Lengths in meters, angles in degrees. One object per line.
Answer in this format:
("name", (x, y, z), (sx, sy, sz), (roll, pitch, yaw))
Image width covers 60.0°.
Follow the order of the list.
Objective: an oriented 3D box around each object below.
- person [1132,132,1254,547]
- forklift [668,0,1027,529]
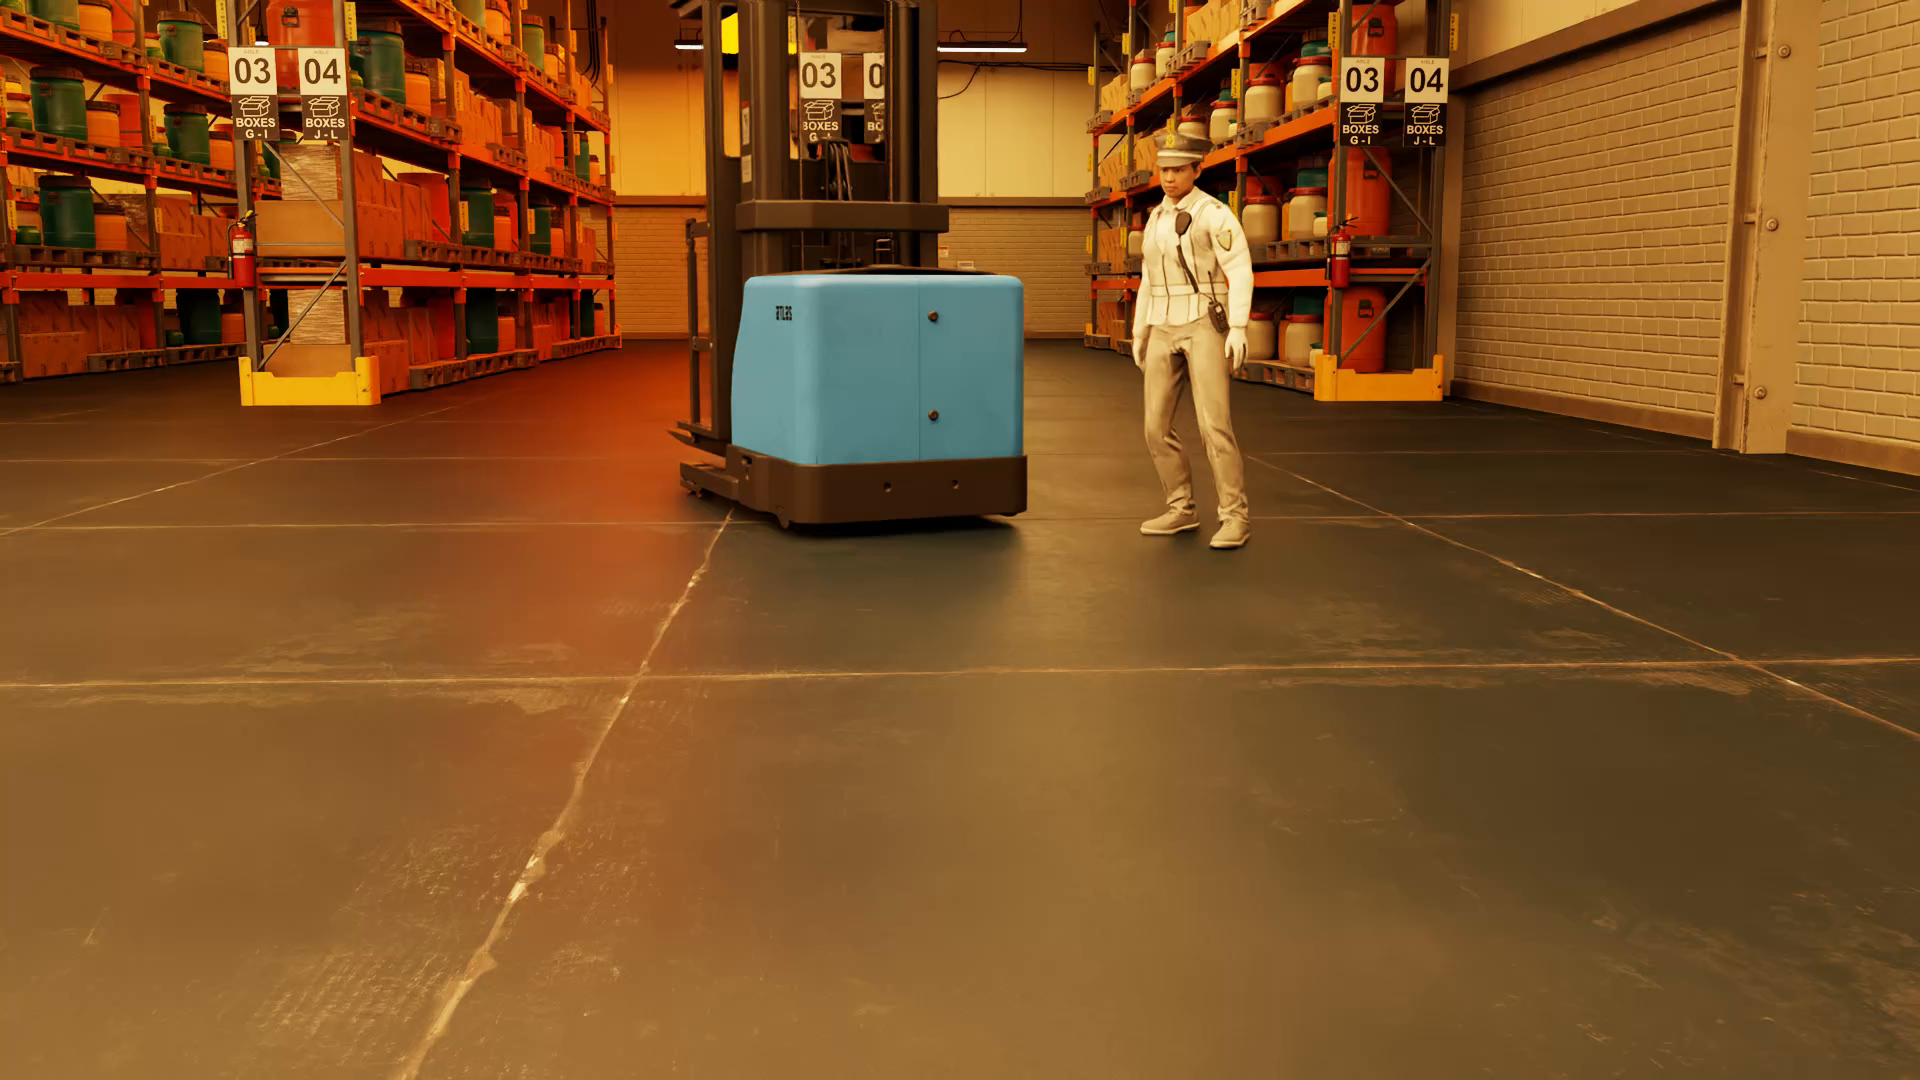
("person", (0.943, -0.826, 6.810), (0.361, 1.642, 0.741), (-7, 11, -39))
("forklift", (-0.761, -1.673, 8.098), (1.130, 2.935, 3.031), (-4, 9, -23))
